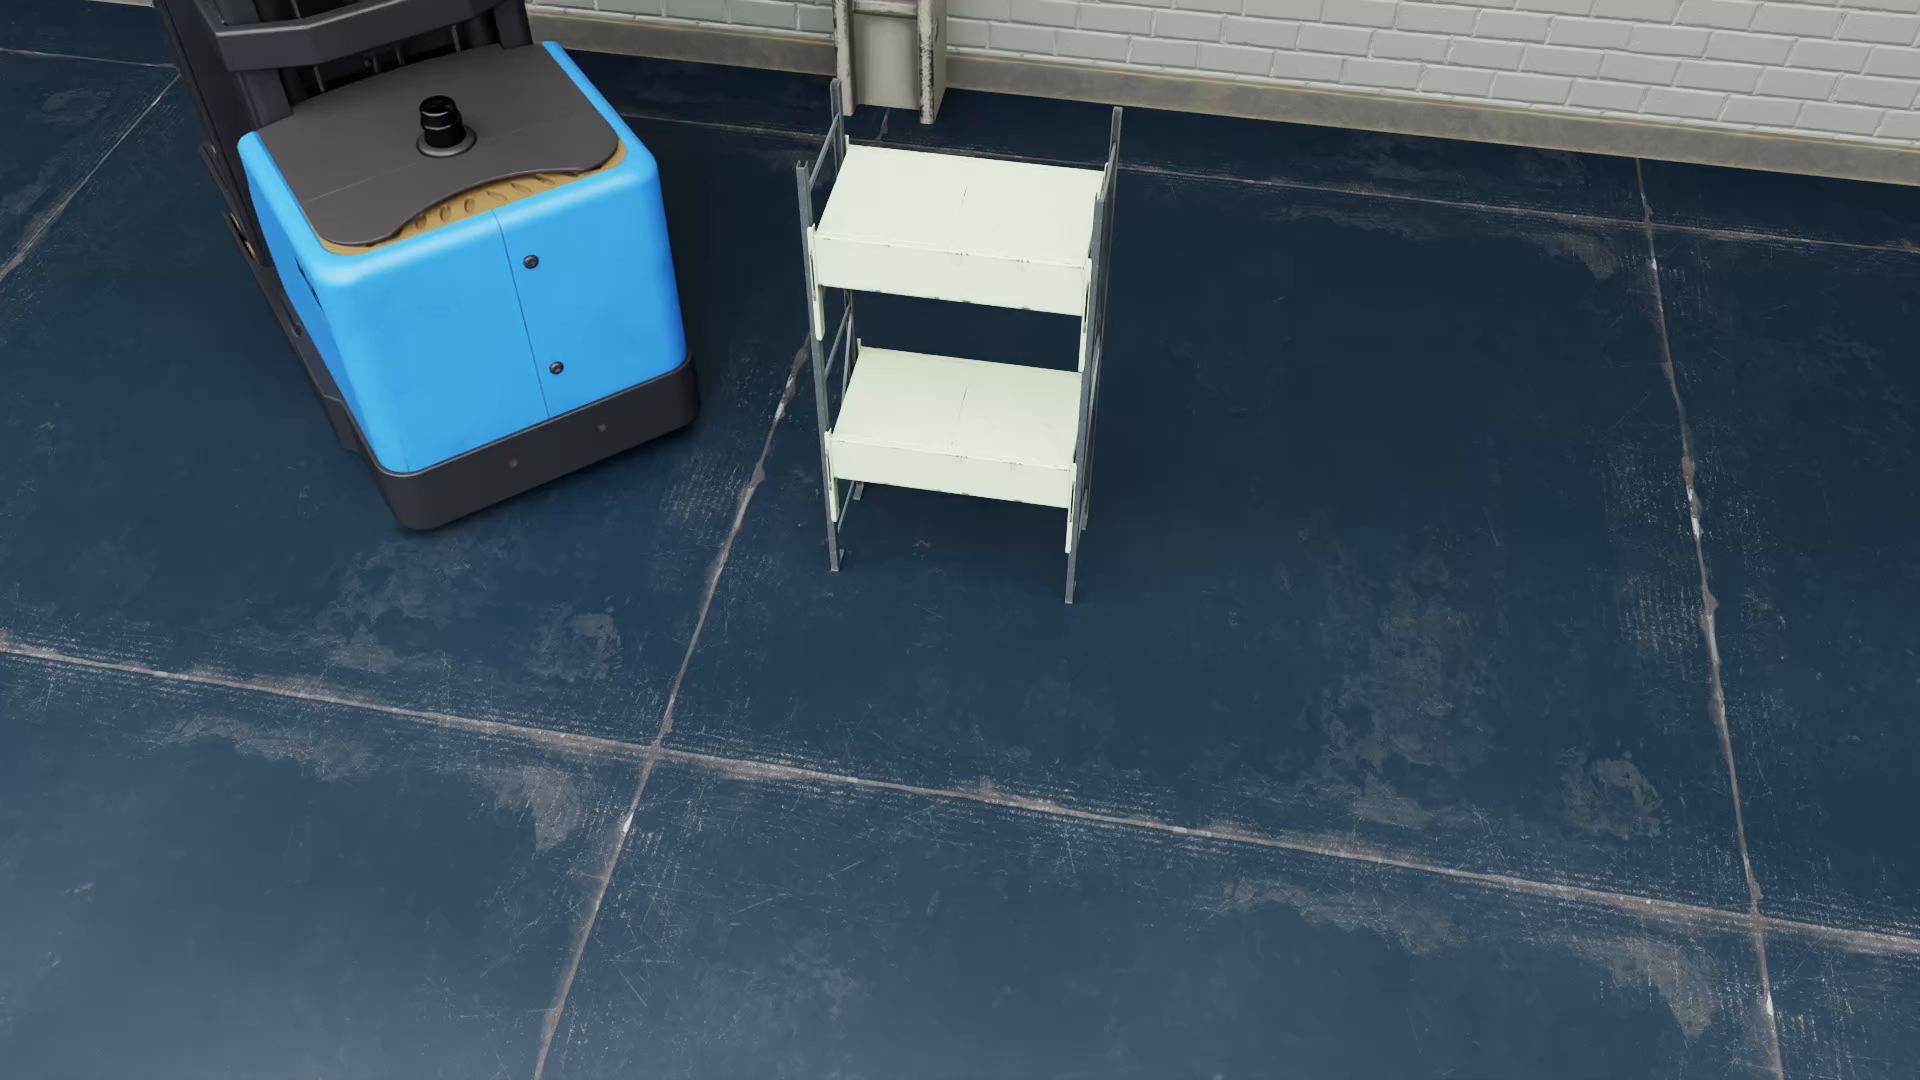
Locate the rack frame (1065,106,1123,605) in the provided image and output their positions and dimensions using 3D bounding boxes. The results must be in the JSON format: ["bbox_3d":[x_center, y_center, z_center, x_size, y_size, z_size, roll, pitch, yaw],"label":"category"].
[{"bbox_3d":[0.367,-0.452,4.648,0.023,1.500,0.400,8,49,7],"label":"rack frame"}]

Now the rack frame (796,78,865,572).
[{"bbox_3d":[-0.354,-0.549,4.735,0.023,1.500,0.400,8,49,7],"label":"rack frame"}]

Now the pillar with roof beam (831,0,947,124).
[{"bbox_3d":[-1.042,-1.689,0.718,0.400,9.000,9.100,8,49,7],"label":"pillar with roof beam"}]

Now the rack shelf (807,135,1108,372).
[{"bbox_3d":[0.007,-0.761,4.401,0.720,0.370,0.431,8,49,7],"label":"rack shelf"}]

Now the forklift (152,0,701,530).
[{"bbox_3d":[-2.073,-2.095,5.162,1.130,2.935,3.031,-25,53,-21],"label":"forklift"}]

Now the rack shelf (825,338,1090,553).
[{"bbox_3d":[0.007,-0.283,4.934,0.720,0.370,0.431,8,49,7],"label":"rack shelf"}]

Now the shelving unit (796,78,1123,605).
[{"bbox_3d":[0.007,-0.500,4.691,0.755,1.500,0.431,8,49,7],"label":"shelving unit"}]
